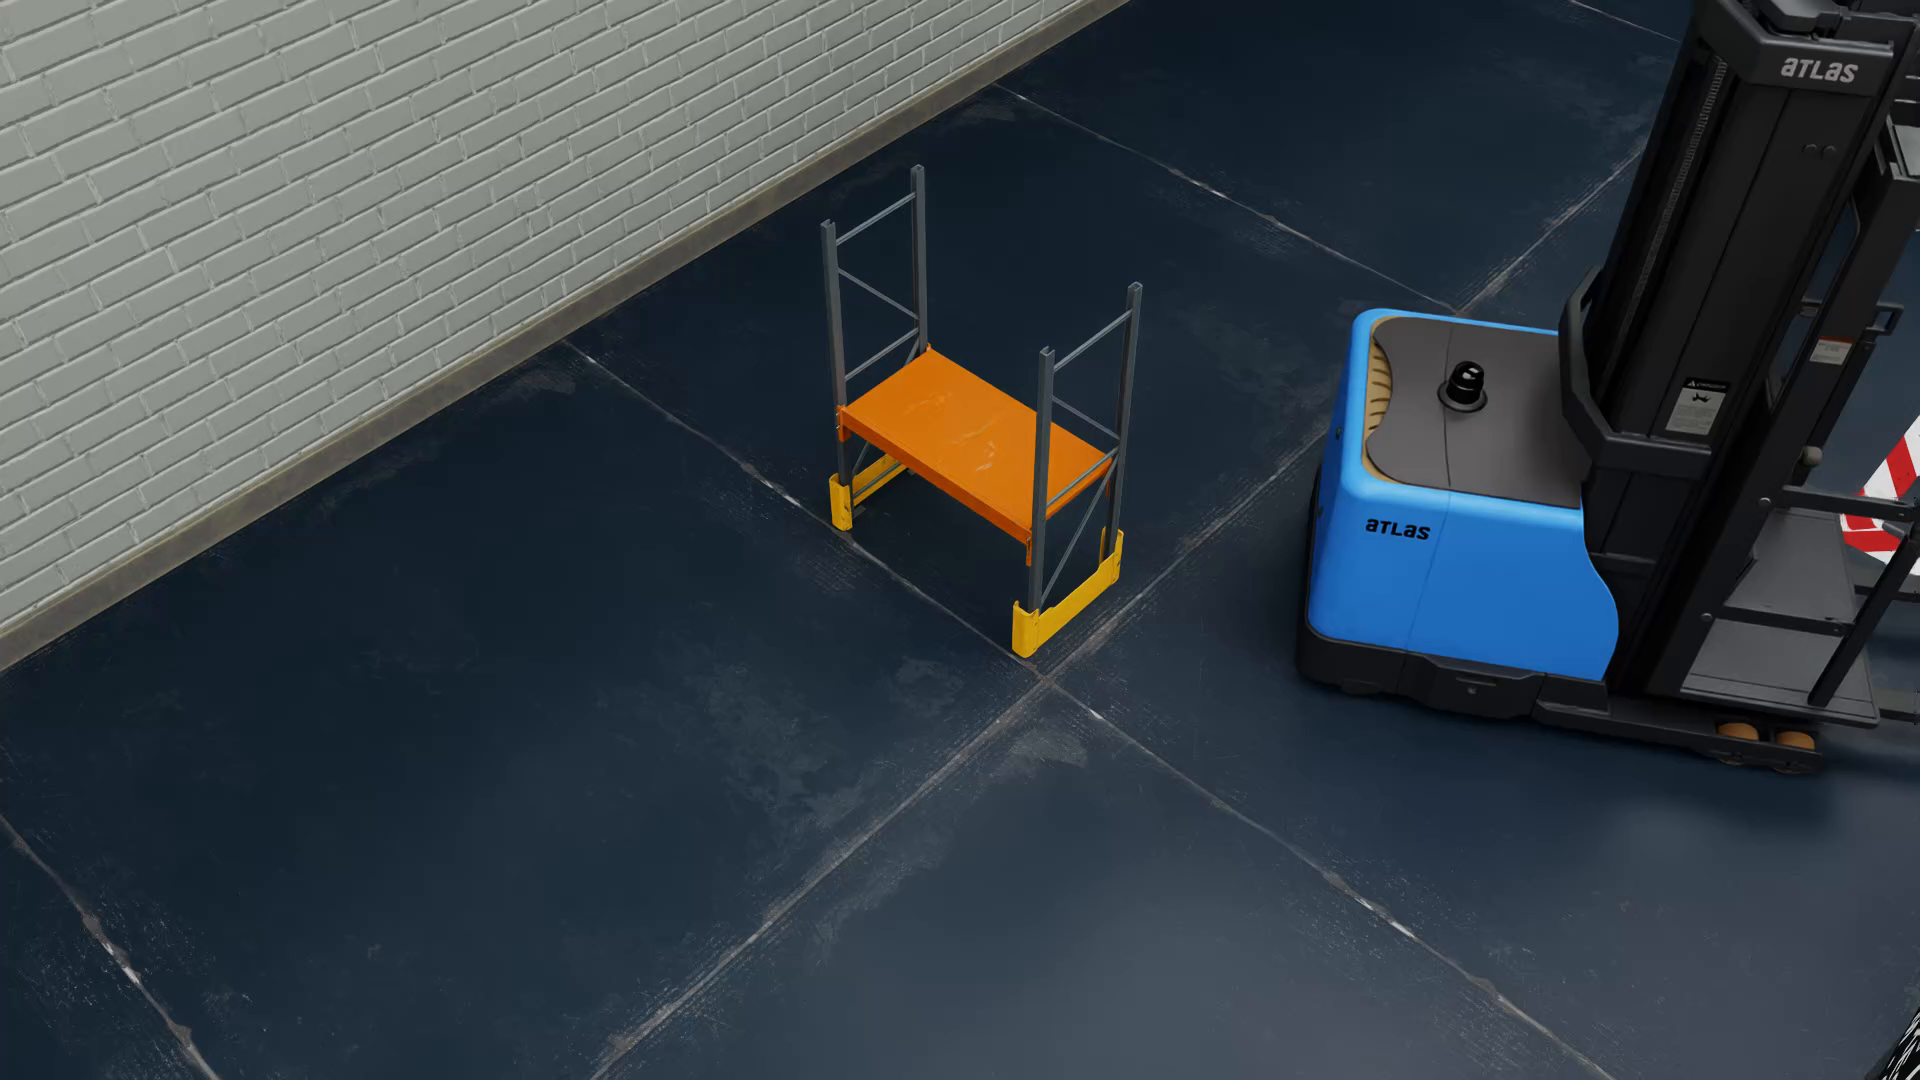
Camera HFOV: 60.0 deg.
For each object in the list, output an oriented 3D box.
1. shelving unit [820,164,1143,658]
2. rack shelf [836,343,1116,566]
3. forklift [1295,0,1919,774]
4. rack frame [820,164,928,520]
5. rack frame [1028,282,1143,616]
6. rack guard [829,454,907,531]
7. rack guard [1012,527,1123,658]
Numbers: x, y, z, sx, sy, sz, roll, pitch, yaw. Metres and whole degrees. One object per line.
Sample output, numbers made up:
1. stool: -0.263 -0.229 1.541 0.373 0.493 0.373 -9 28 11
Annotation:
1. shelving unit: 0.056 -0.476 6.276 1.083 1.500 0.587 34 55 28
2. rack shelf: 0.063 -0.348 6.403 1.000 0.185 0.538 34 55 28
3. forklift: 2.846 -0.578 5.391 3.031 2.935 1.130 9 47 8
4. rack frame: -0.311 -0.723 6.508 0.032 1.500 0.500 34 55 28
5. rack frame: 0.436 -0.220 6.036 0.032 1.500 0.500 34 55 28
6. rack guard: -0.310 -0.294 6.963 0.087 0.250 0.587 34 55 28
7. rack guard: 0.422 0.198 6.501 0.087 0.250 0.587 34 55 28
